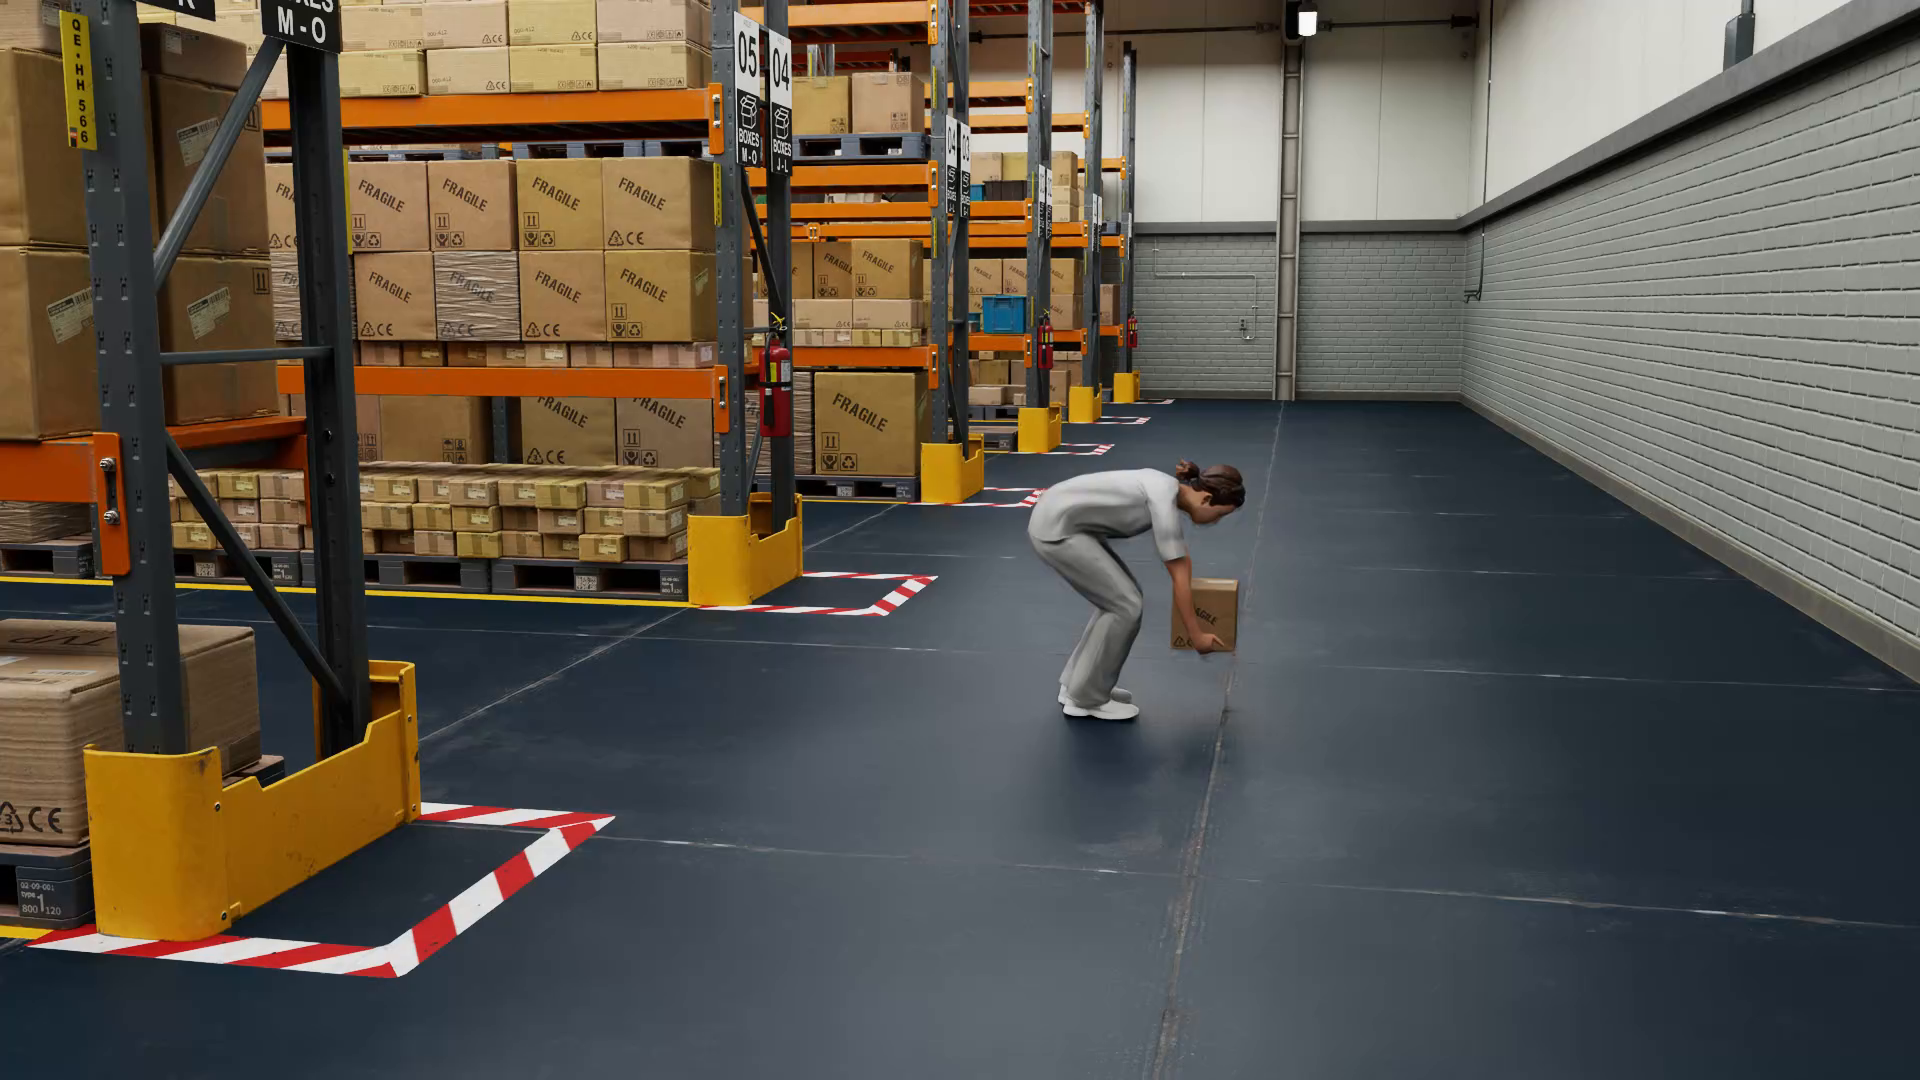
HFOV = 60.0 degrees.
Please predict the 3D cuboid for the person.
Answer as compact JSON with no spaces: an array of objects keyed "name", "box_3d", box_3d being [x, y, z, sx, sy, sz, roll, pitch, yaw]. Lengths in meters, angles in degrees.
[{"name":"person","box_3d":[0.710,0.185,6.734,0.863,1.054,0.457,1,8,8]}]
